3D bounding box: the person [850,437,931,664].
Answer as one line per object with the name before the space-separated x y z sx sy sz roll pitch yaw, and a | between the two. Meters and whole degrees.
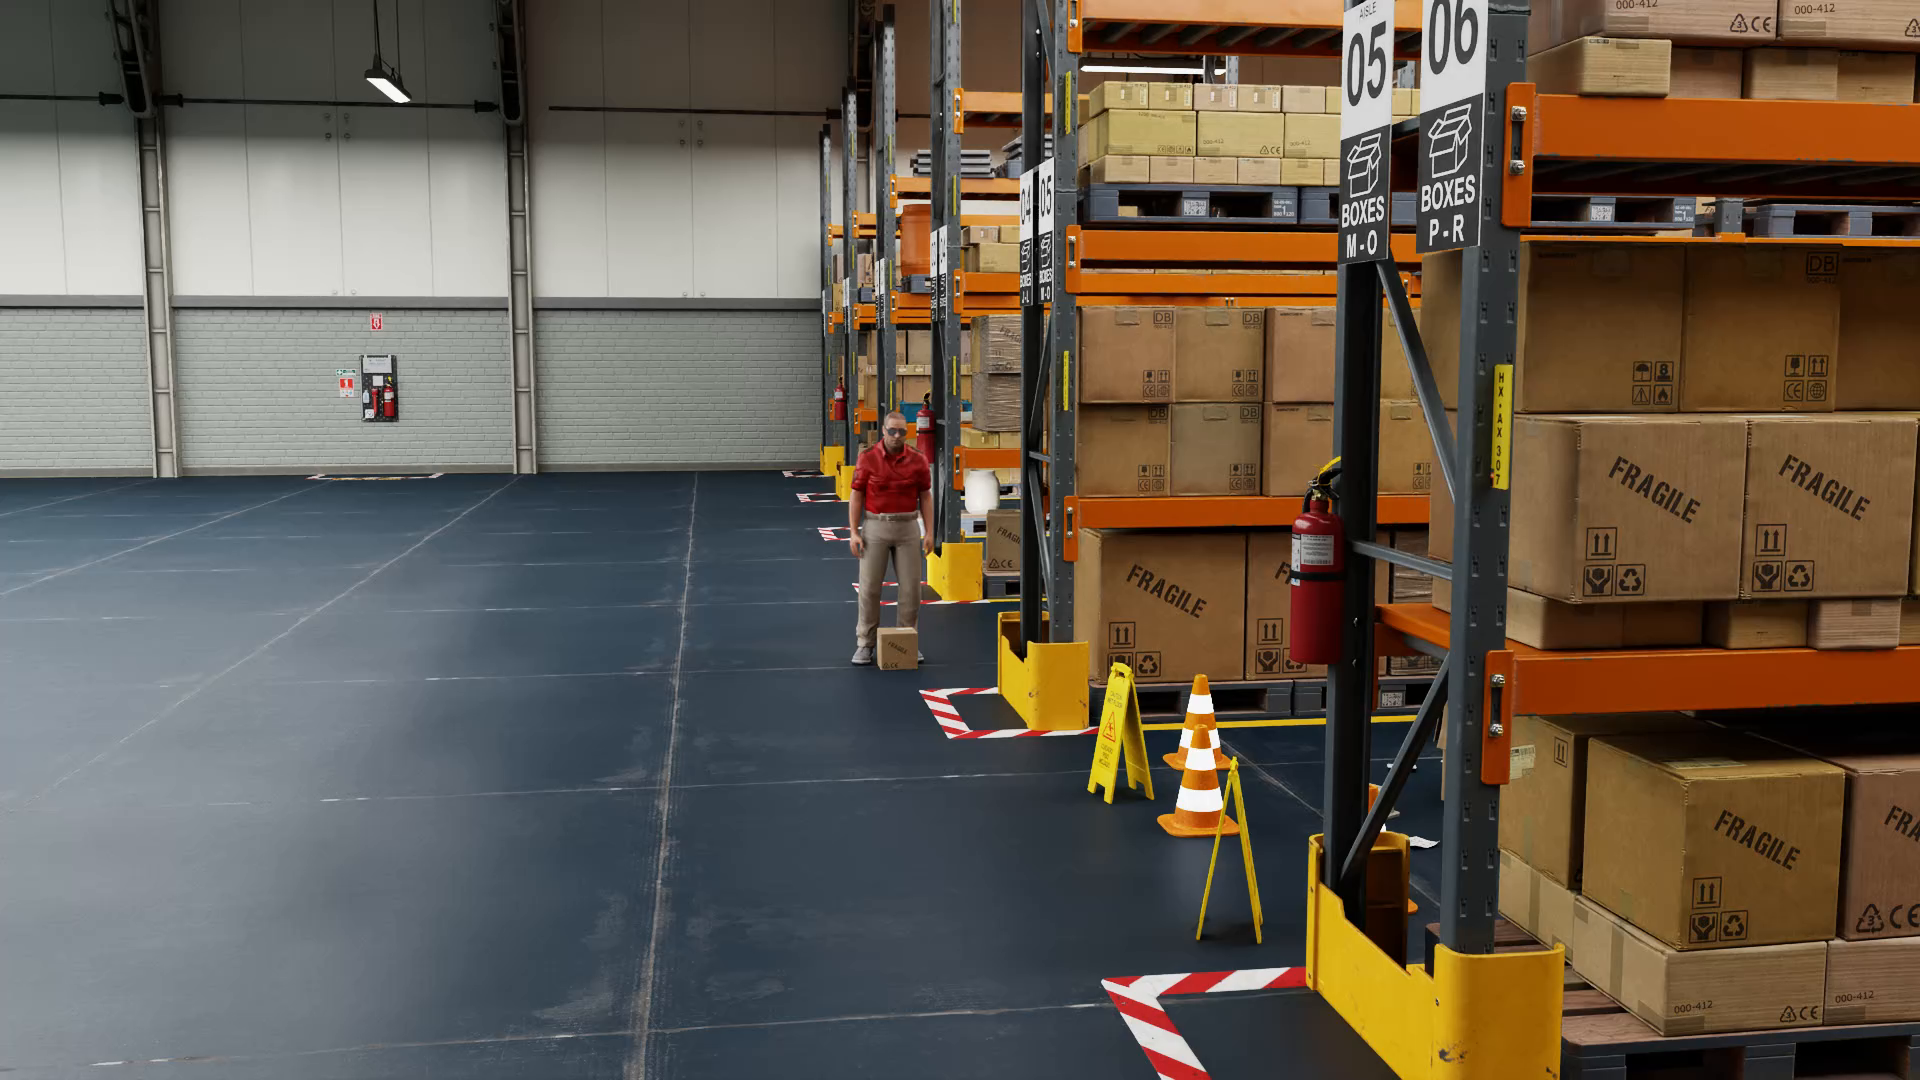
person | -0.476 0.062 11.497 0.577 1.553 0.388 -1 7 -10
